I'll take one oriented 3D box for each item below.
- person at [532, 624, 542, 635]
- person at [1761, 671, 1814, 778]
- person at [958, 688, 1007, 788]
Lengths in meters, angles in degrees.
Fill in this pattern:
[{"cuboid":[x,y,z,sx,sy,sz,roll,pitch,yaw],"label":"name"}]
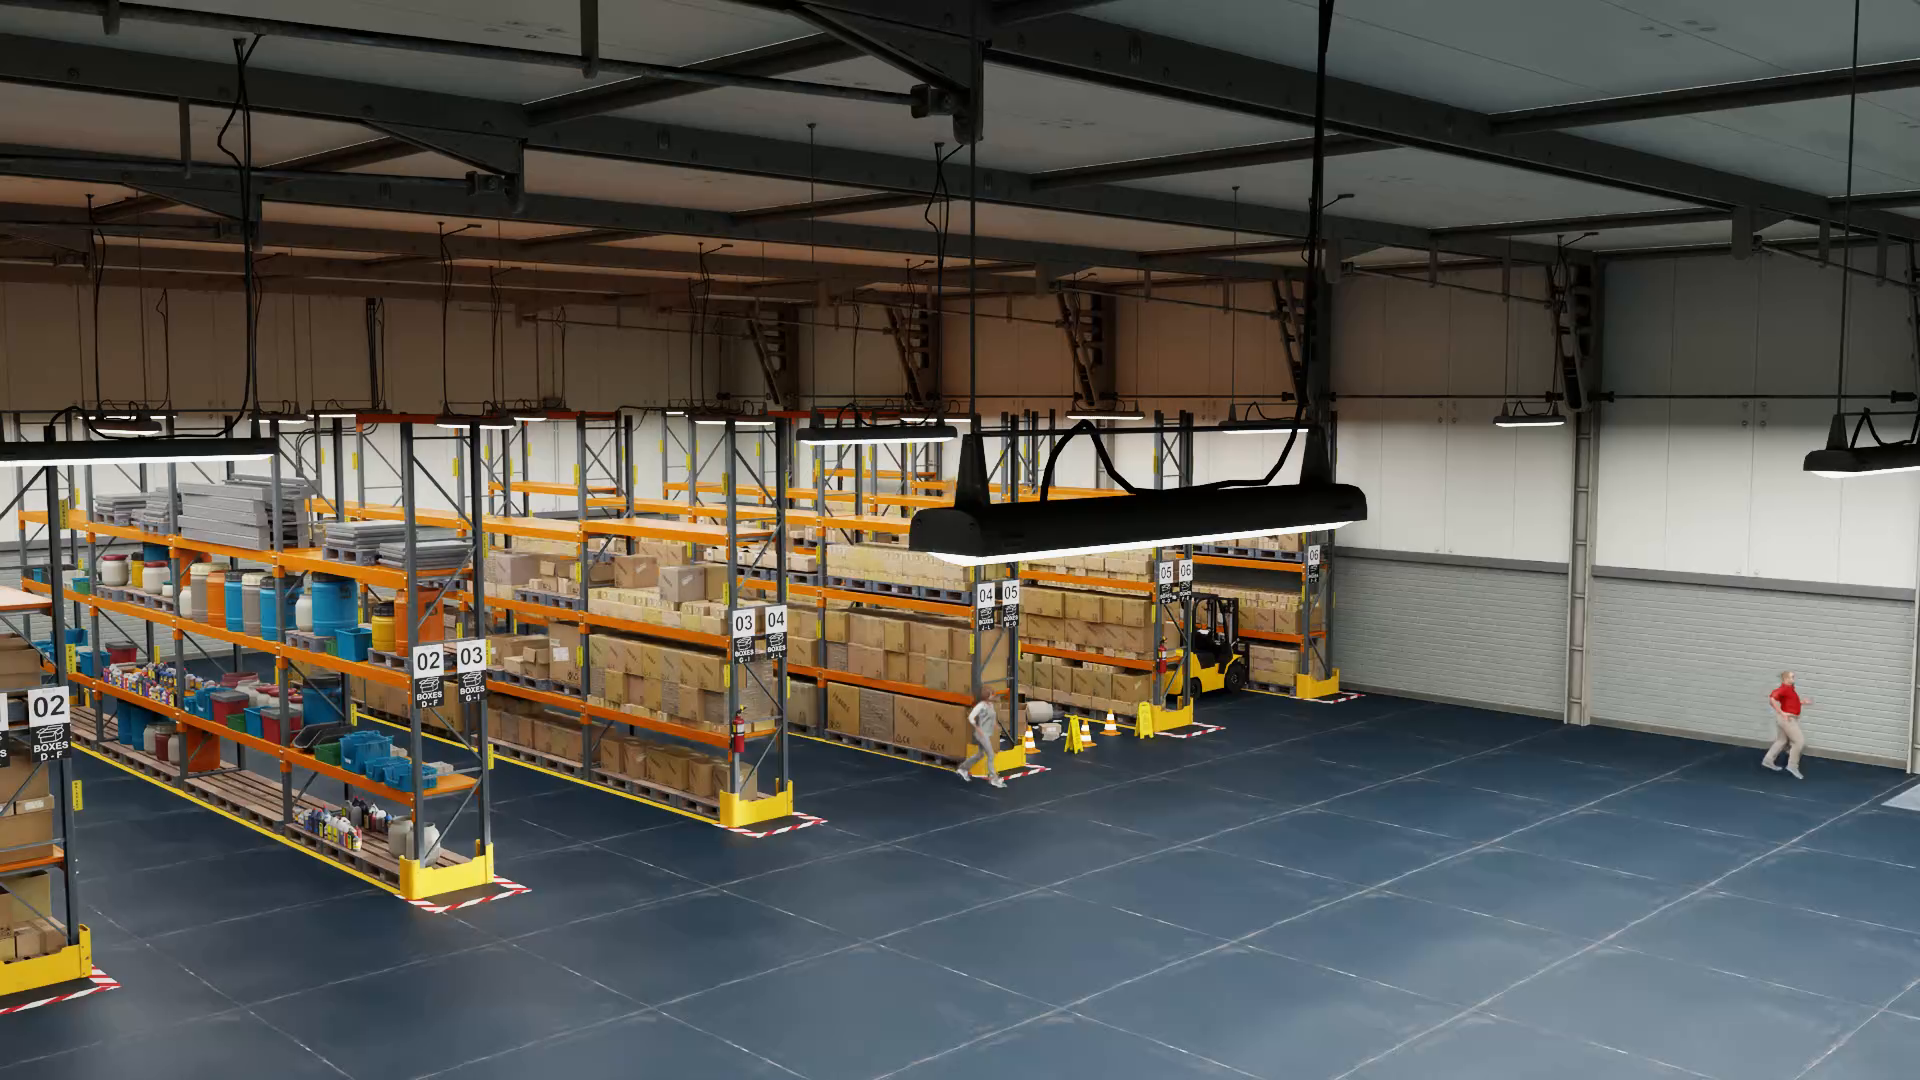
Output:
[{"cuboid":[-10.475,1.963,40.957,0.471,1.649,0.690,2,5,22],"label":"person"},{"cuboid":[13.810,3.075,27.731,0.731,1.798,0.639,2,6,26],"label":"person"},{"cuboid":[0.373,3.193,26.996,0.848,1.581,0.536,2,5,19],"label":"person"}]
